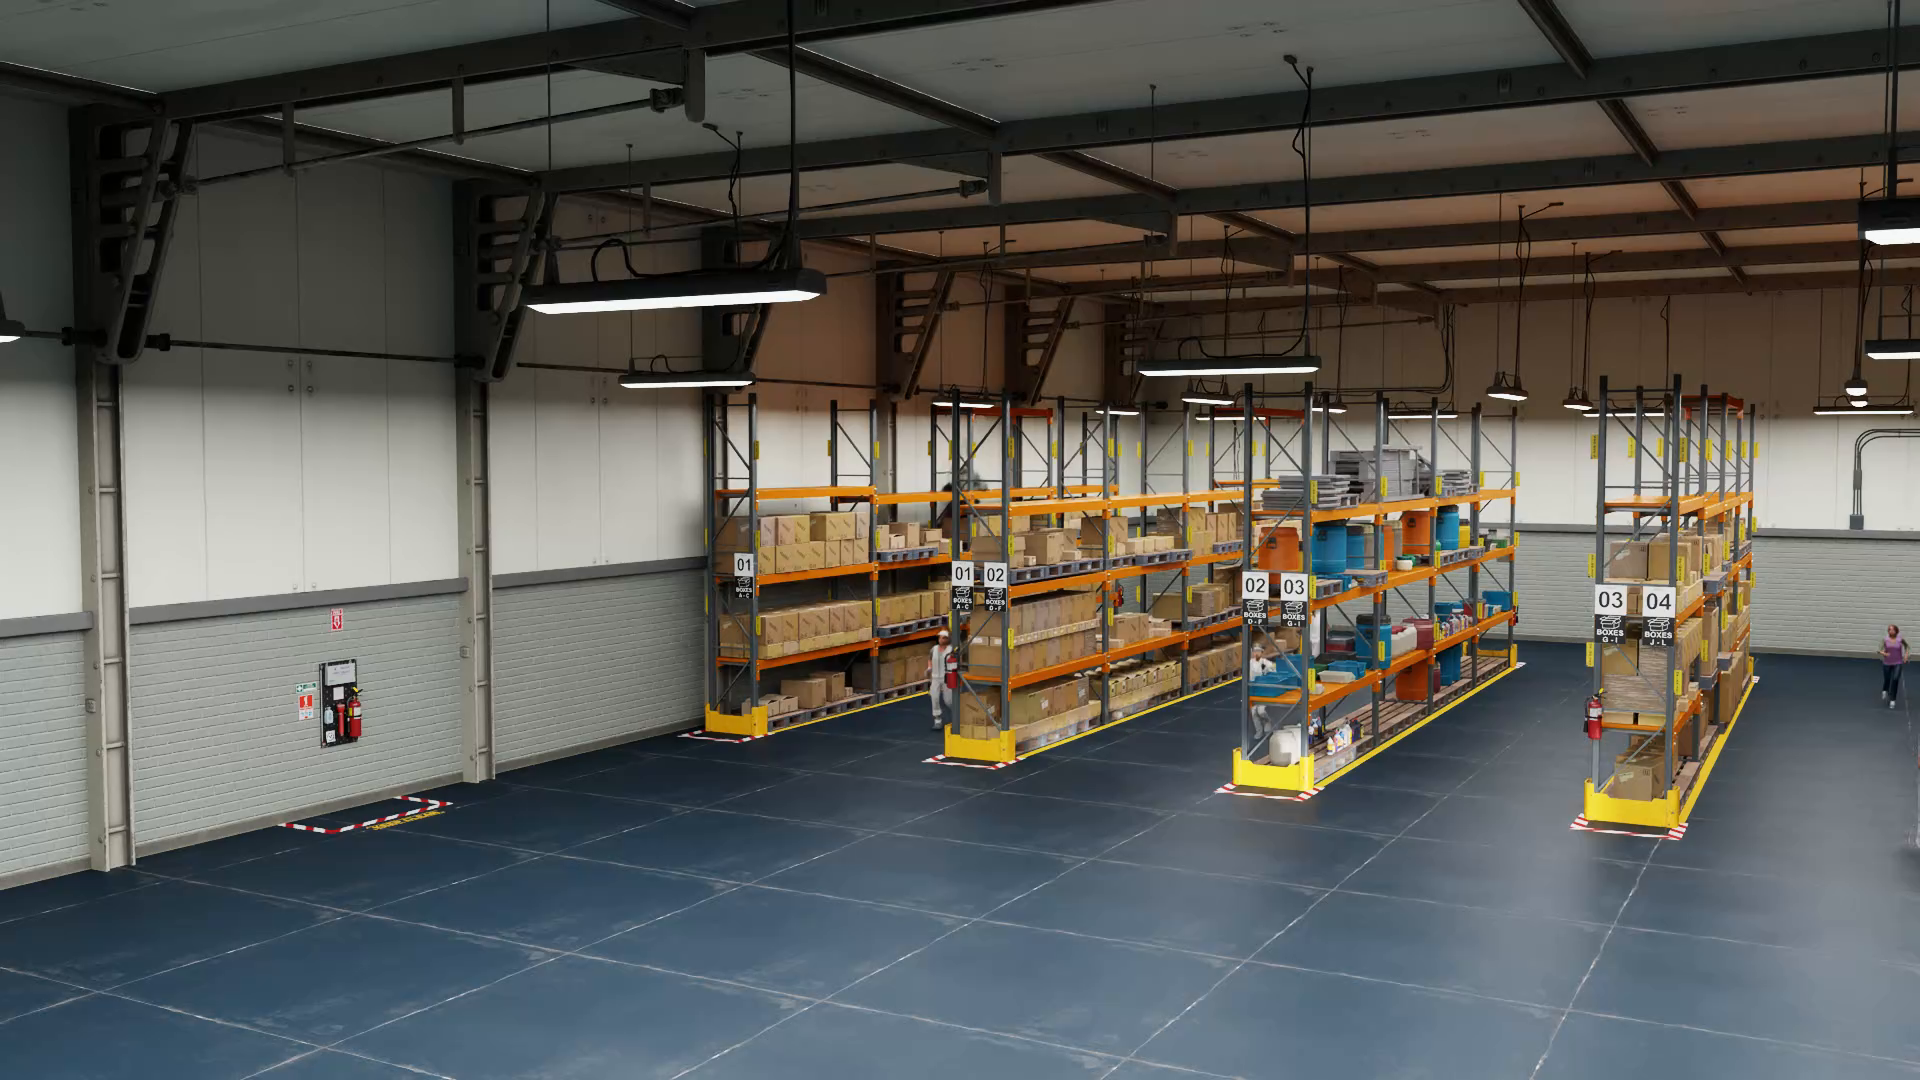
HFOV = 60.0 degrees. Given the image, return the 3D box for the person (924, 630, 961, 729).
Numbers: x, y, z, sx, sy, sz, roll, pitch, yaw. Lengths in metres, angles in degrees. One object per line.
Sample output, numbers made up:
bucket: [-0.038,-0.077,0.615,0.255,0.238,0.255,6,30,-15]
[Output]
person: [-0.310,2.506,29.986,0.667,1.757,0.837,1,3,19]

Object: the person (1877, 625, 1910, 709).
person: [18.267,2.447,32.561,0.550,1.603,0.875,2,4,31]

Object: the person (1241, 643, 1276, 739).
person: [5.165,2.616,28.882,0.624,1.663,0.507,2,4,31]

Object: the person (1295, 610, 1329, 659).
person: [7.476,2.182,35.398,0.691,1.762,0.988,1,3,22]
